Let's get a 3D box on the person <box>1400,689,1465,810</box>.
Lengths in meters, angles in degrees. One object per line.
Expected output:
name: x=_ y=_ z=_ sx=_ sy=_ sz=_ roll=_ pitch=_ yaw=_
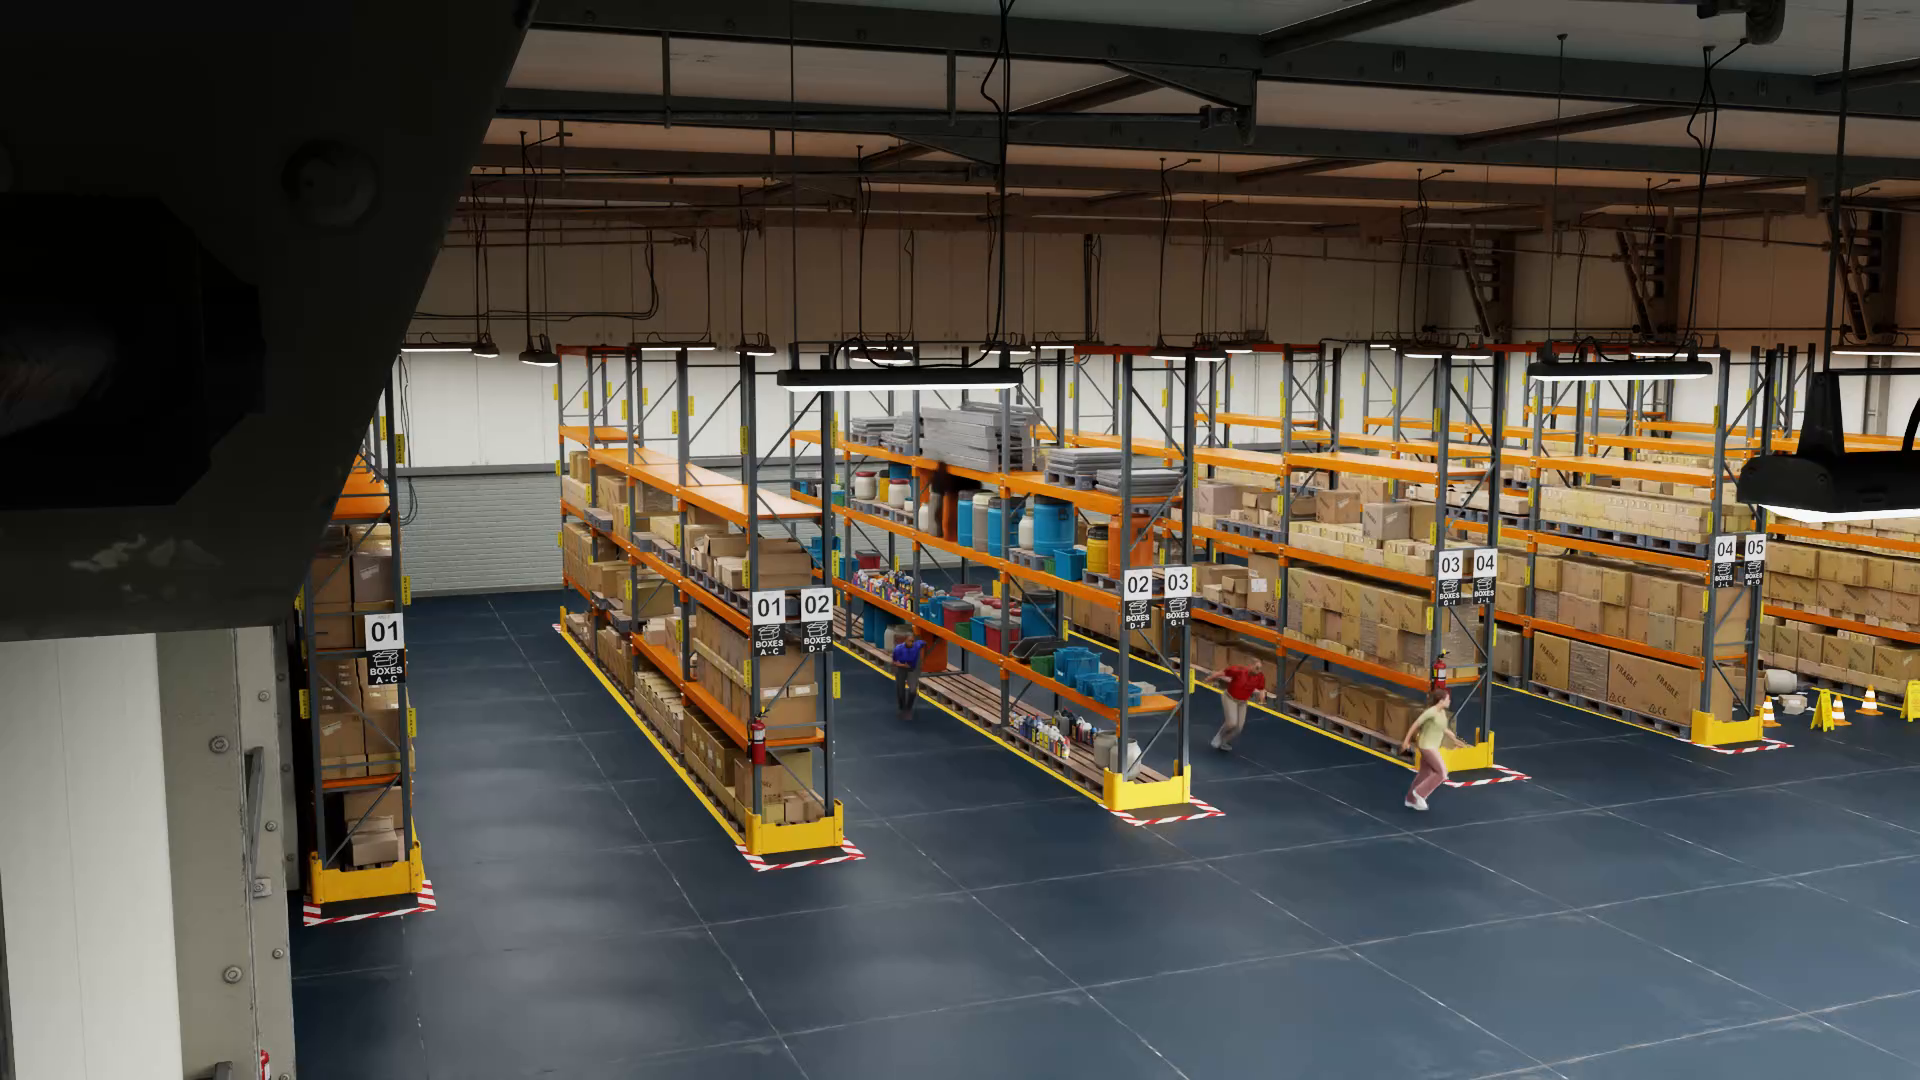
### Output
person: x=6.232 y=2.757 z=21.866 sx=0.728 sy=1.630 sz=0.555 roll=5 pitch=9 yaw=33

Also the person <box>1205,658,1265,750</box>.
person: x=4.177 y=2.444 z=24.788 sx=0.672 sy=1.494 sz=1.007 roll=-3 pitch=8 yaw=-23

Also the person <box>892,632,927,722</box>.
person: x=-0.819 y=2.184 z=26.854 sx=0.609 sy=1.526 sz=0.931 roll=-1 pitch=7 yaw=-11
